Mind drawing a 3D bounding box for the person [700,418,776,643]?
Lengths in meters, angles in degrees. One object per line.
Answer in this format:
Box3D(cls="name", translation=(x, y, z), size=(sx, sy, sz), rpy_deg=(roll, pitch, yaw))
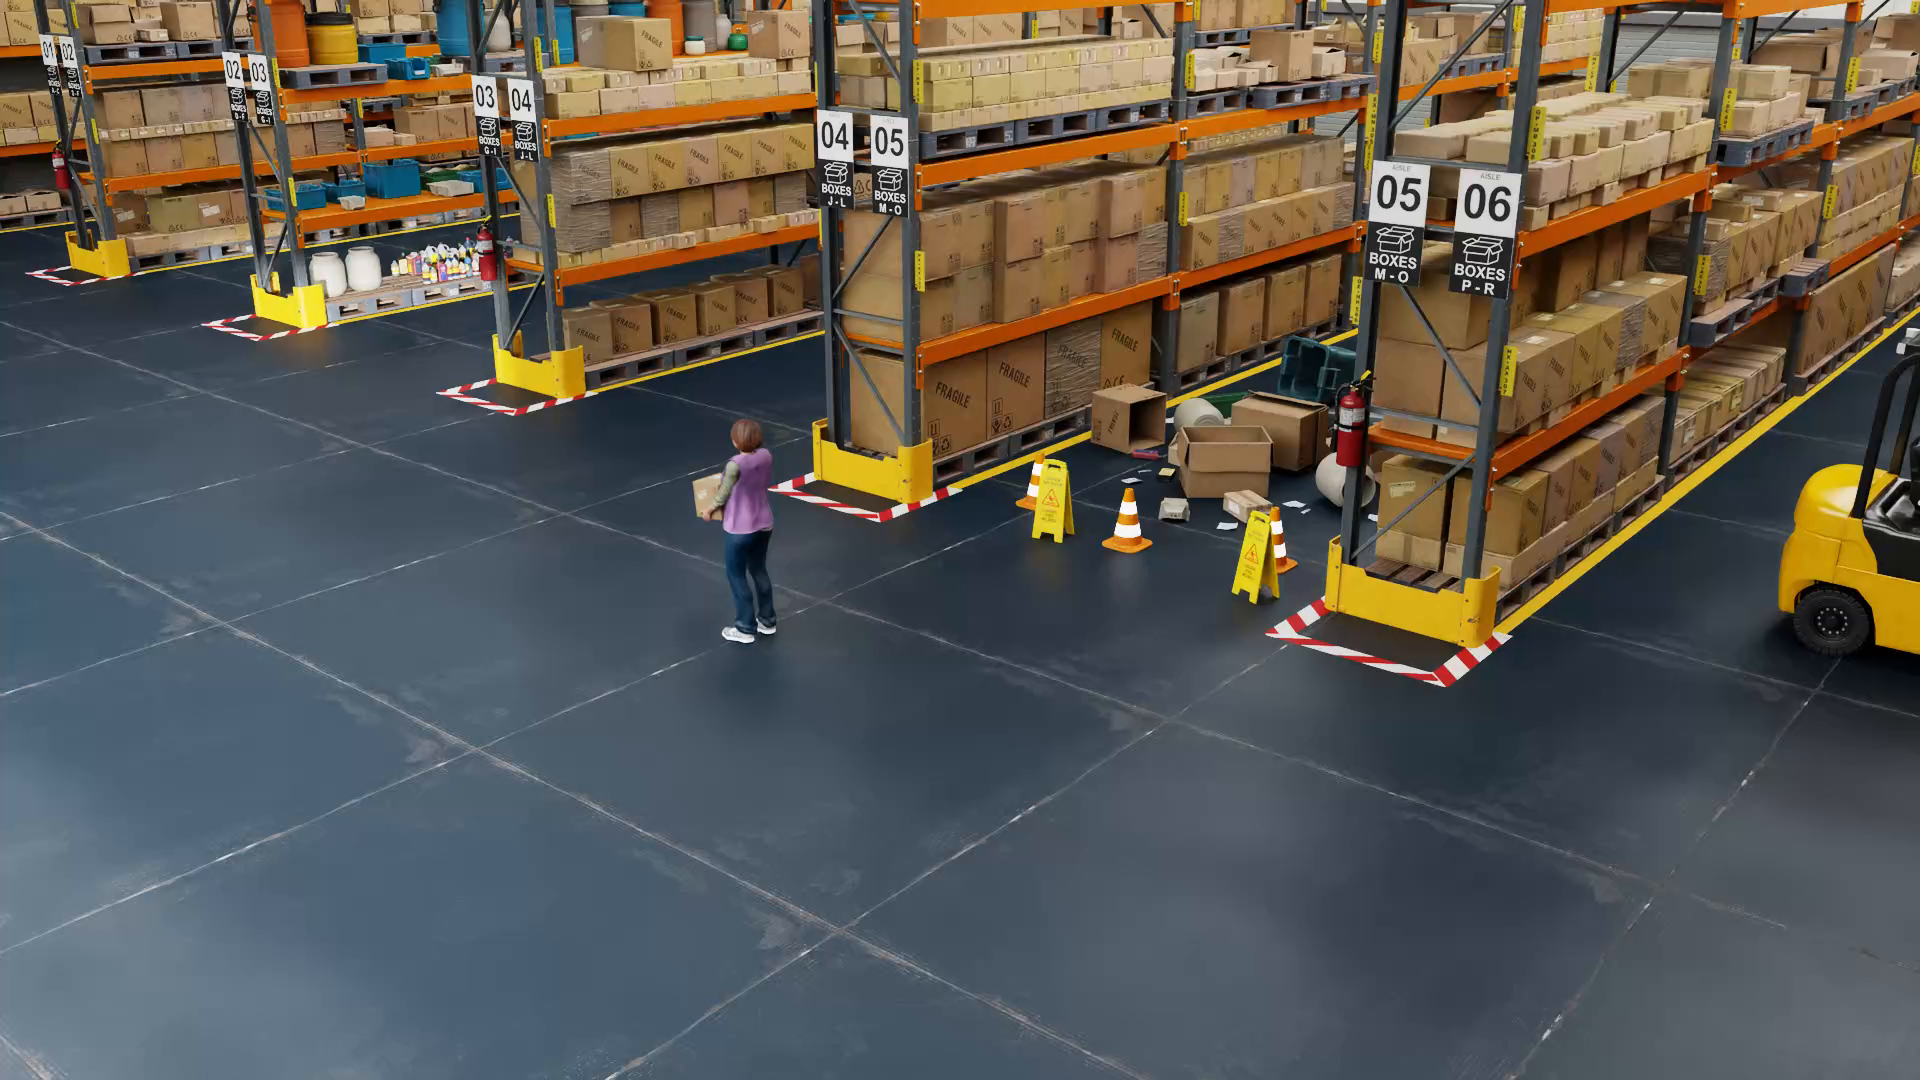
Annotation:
Box3D(cls="person", translation=(-1.507, -0.092, 11.343), size=(0.498, 1.589, 0.408), rpy_deg=(16, 26, 36))
